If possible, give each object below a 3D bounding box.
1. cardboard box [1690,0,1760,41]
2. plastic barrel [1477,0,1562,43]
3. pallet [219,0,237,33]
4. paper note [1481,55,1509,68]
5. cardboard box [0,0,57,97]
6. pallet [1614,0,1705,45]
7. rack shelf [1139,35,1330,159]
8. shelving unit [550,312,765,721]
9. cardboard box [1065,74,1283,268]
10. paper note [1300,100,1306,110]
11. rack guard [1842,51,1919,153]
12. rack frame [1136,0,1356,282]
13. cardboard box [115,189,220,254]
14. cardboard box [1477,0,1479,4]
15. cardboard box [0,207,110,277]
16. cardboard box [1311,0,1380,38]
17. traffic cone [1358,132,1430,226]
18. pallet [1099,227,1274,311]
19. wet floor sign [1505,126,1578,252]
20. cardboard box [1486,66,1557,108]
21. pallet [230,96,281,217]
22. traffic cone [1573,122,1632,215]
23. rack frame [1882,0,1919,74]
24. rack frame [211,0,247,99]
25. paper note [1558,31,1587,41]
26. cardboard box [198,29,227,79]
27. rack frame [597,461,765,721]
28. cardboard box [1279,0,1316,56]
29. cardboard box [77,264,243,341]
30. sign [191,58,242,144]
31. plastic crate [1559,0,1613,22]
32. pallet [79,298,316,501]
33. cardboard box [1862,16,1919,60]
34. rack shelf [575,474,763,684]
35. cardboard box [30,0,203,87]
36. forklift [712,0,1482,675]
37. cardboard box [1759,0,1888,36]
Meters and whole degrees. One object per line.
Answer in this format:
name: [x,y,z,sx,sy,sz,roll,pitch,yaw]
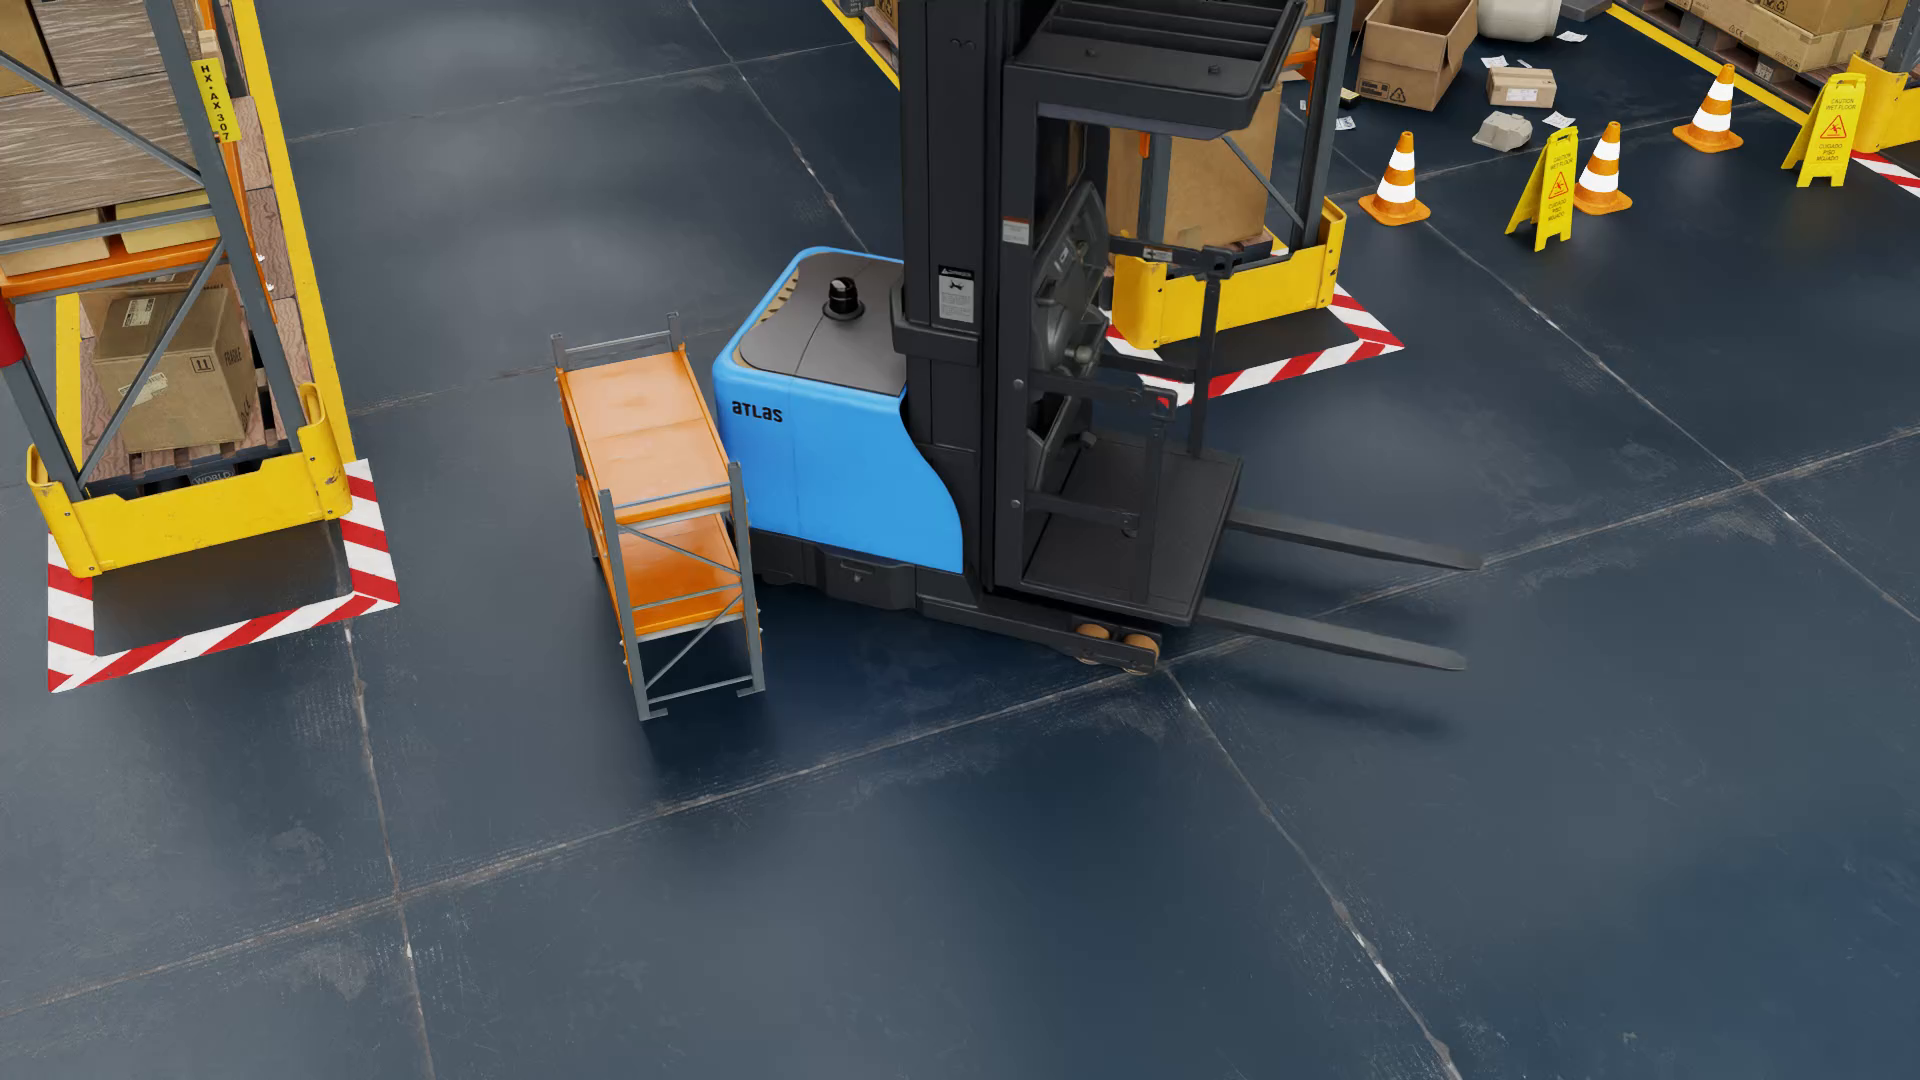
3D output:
cardboard box: [5.140,-3.490,10.794,0.500,0.250,0.500,-15,43,-17]
plastic barrel: [3.700,-3.529,11.029,0.512,0.421,0.421,12,42,13]
pallet: [-5.567,-3.724,11.419,1.003,0.211,1.213,-15,43,-17]
paper note: [3.502,-3.131,10.876,0.148,0.019,0.142,-2,41,-2]
cardboard box: [-3.706,-1.966,6.164,0.500,0.500,0.500,-15,43,-17]
pallet: [5.119,-3.860,11.576,1.003,0.211,1.213,-15,43,-17]
rack shelf: [0.589,-3.275,9.310,1.077,0.370,4.000,-15,43,-17]
shelving unit: [-1.178,-0.101,6.505,0.538,1.125,1.048,-13,42,-15]
cardboard box: [1.034,-2.089,8.686,0.875,0.875,0.875,-15,43,-17]
paper note: [2.147,-2.723,10.409,0.032,0.001,0.123,5,41,6]
rack guard: [5.860,-2.737,10.050,1.175,0.500,0.348,-15,43,-17]
rack frame: [1.354,-2.343,7.675,1.000,3.000,0.127,-15,43,-17]
cardboard box: [-3.156,-1.303,6.657,0.380,0.149,0.250,-15,43,-17]
cardboard box: [3.511,-4.117,11.652,0.500,0.500,0.500,12,42,13]
cardboard box: [-3.567,-1.192,6.528,0.380,0.149,0.250,-15,43,-17]
cardboard box: [2.513,-3.732,11.100,0.797,0.637,0.503,-15,43,-17]
traffic cone: [2.463,-2.056,9.286,0.336,0.463,0.334,-15,43,-17]
pallet: [0.976,-1.748,9.121,1.003,0.211,1.213,-15,43,-17]
wet floor sign: [3.195,-1.927,8.996,0.267,0.644,0.232,-23,46,-24]
cardboard box: [3.522,-2.843,10.443,0.380,0.149,0.250,5,41,6]
pallet: [-4.508,-2.123,9.557,1.003,0.211,1.213,-15,43,-17]
traffic cone: [3.637,-2.133,9.375,0.336,0.463,0.334,-15,43,-17]
rack frame: [5.889,-3.639,9.181,1.000,3.000,0.127,-15,43,-17]
rack frame: [-4.797,-3.576,9.108,1.000,3.000,0.127,-15,43,-17]
paper note: [4.110,-3.381,11.159,0.142,0.019,0.148,-31,49,-31]
cardboard box: [-3.640,-2.231,7.736,0.380,0.149,0.250,-15,43,-17]
rack frame: [-1.008,0.211,6.141,0.500,1.125,0.032,-13,42,-15]
cardboard box: [1.171,-2.612,7.872,0.875,0.550,0.550,-15,43,-17]
cardboard box: [-3.751,-1.110,7.836,0.500,0.500,0.500,-5,41,-6]
sign: [-2.766,-1.631,6.182,0.100,0.325,0.005,-15,43,-17]
plastic crate: [4.202,-3.791,11.598,0.402,0.080,0.583,-31,49,-31]
pallet: [-3.574,-0.654,7.848,1.003,0.211,1.213,-15,43,-17]
cardboard box: [5.836,-3.311,10.586,0.500,0.250,0.500,-15,43,-17]
rack shelf: [-1.178,0.084,6.664,0.538,0.278,1.000,-13,42,-15]
cardboard box: [-3.225,-2.096,6.315,0.500,0.500,0.500,-15,43,-17]
forklift: [0.598,-0.964,6.123,3.031,2.935,1.130,12,42,14]
cardboard box: [5.342,-3.458,10.182,0.500,0.500,0.500,-15,43,-17]
